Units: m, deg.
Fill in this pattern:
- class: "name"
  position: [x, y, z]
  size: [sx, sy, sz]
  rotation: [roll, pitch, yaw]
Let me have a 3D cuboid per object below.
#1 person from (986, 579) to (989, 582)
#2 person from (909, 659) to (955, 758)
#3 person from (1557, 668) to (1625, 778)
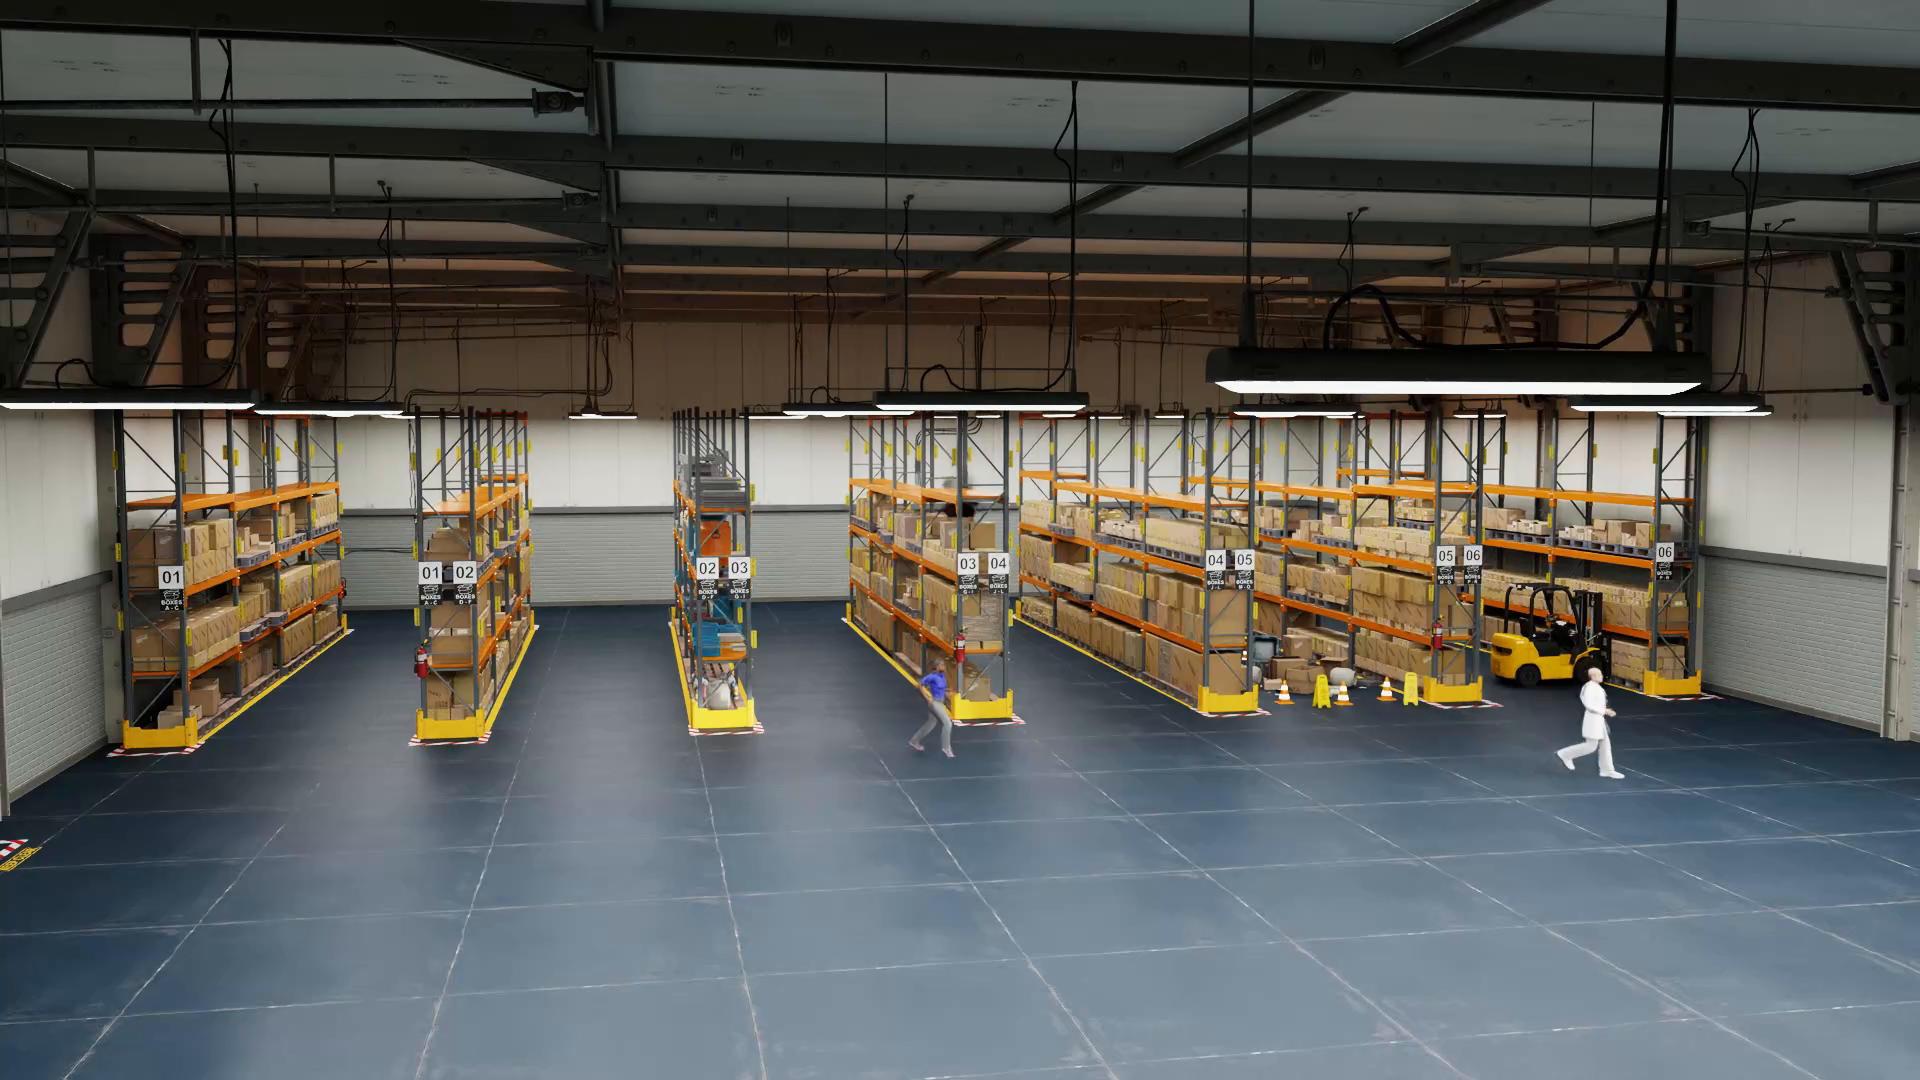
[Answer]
- class: "person"
  position: [0.437, 1.393, 48.282]
  size: [0.726, 1.774, 0.961]
  rotation: [2, 4, 24]
- class: "person"
  position: [-0.469, 2.889, 28.550]
  size: [0.861, 1.712, 0.548]
  rotation: [1, 4, 14]
- class: "person"
  position: [10.175, 2.936, 26.765]
  size: [1.018, 1.767, 0.671]
  rotation: [2, 5, 29]
